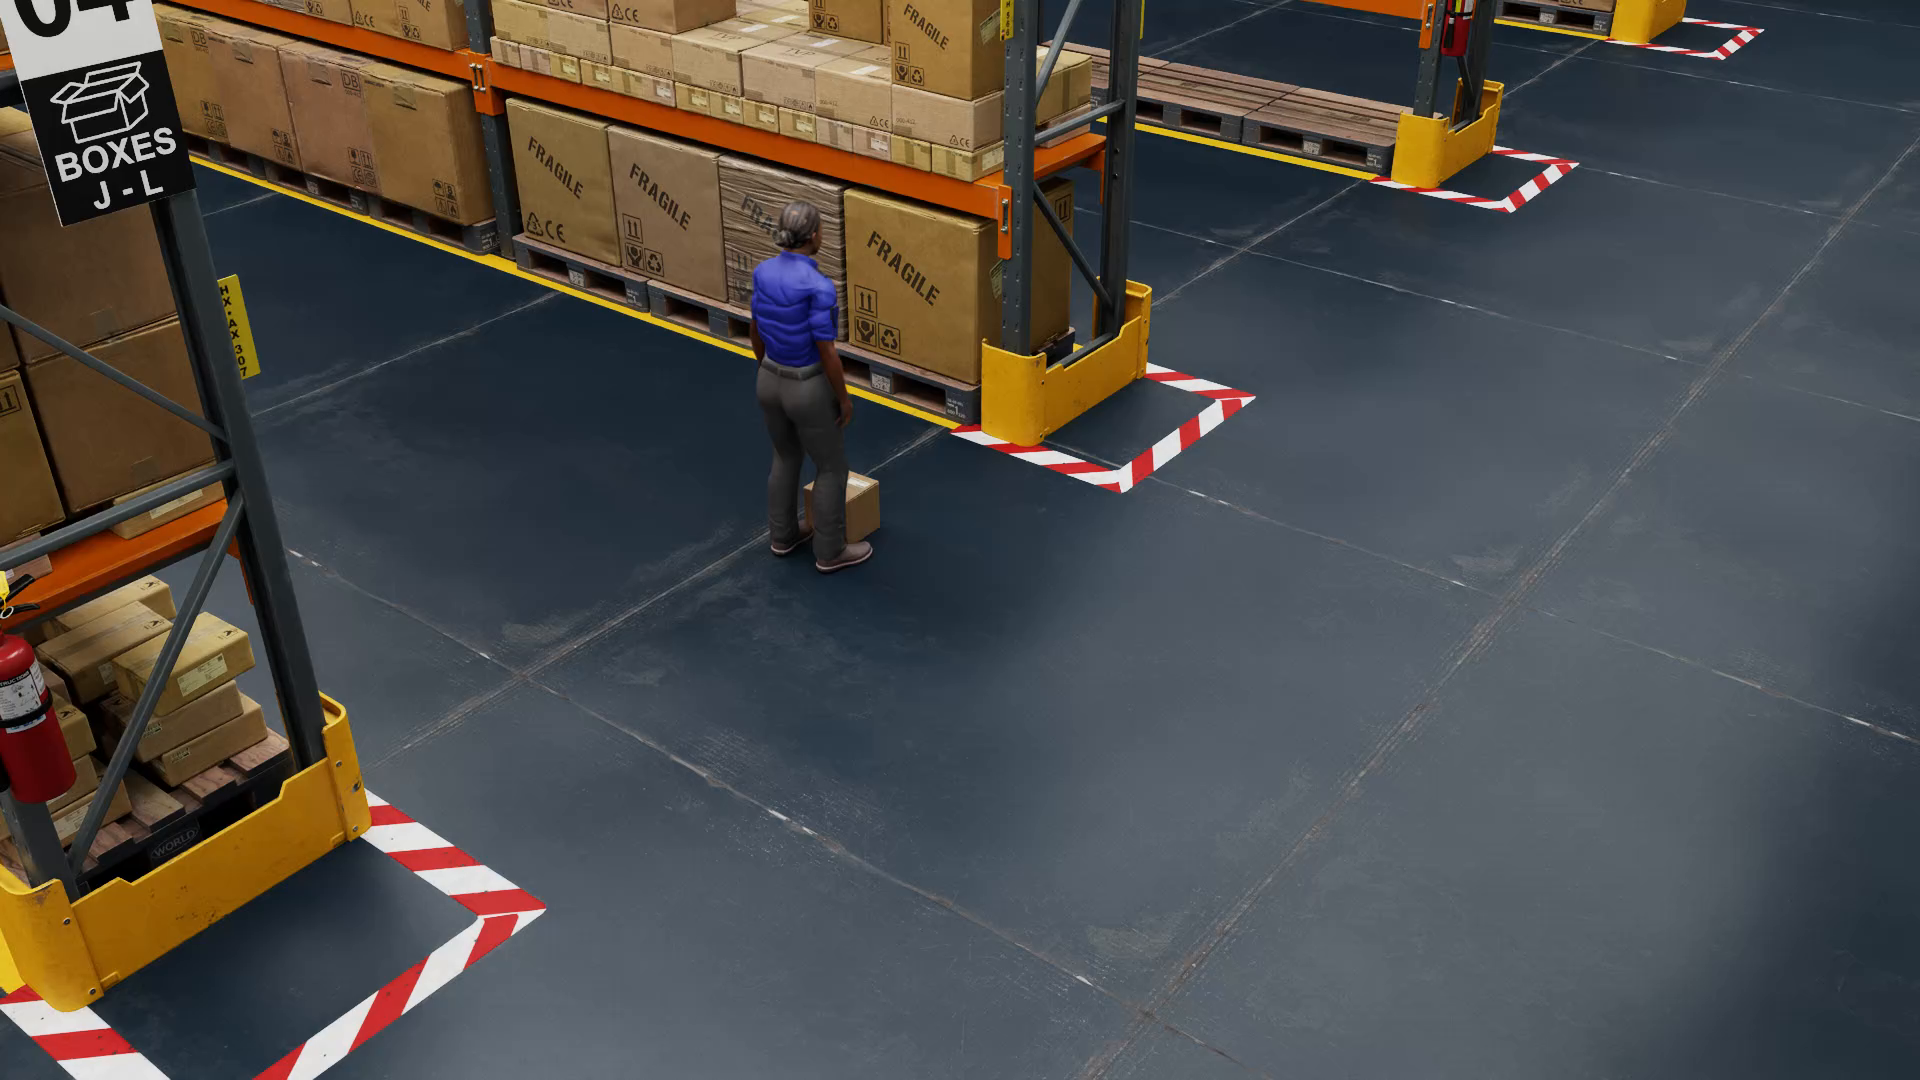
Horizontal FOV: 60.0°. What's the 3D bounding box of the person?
[{"bbox_3d":[-0.679,-0.654,7.221,0.507,1.655,0.347,21,37,31],"label":"person"}]
